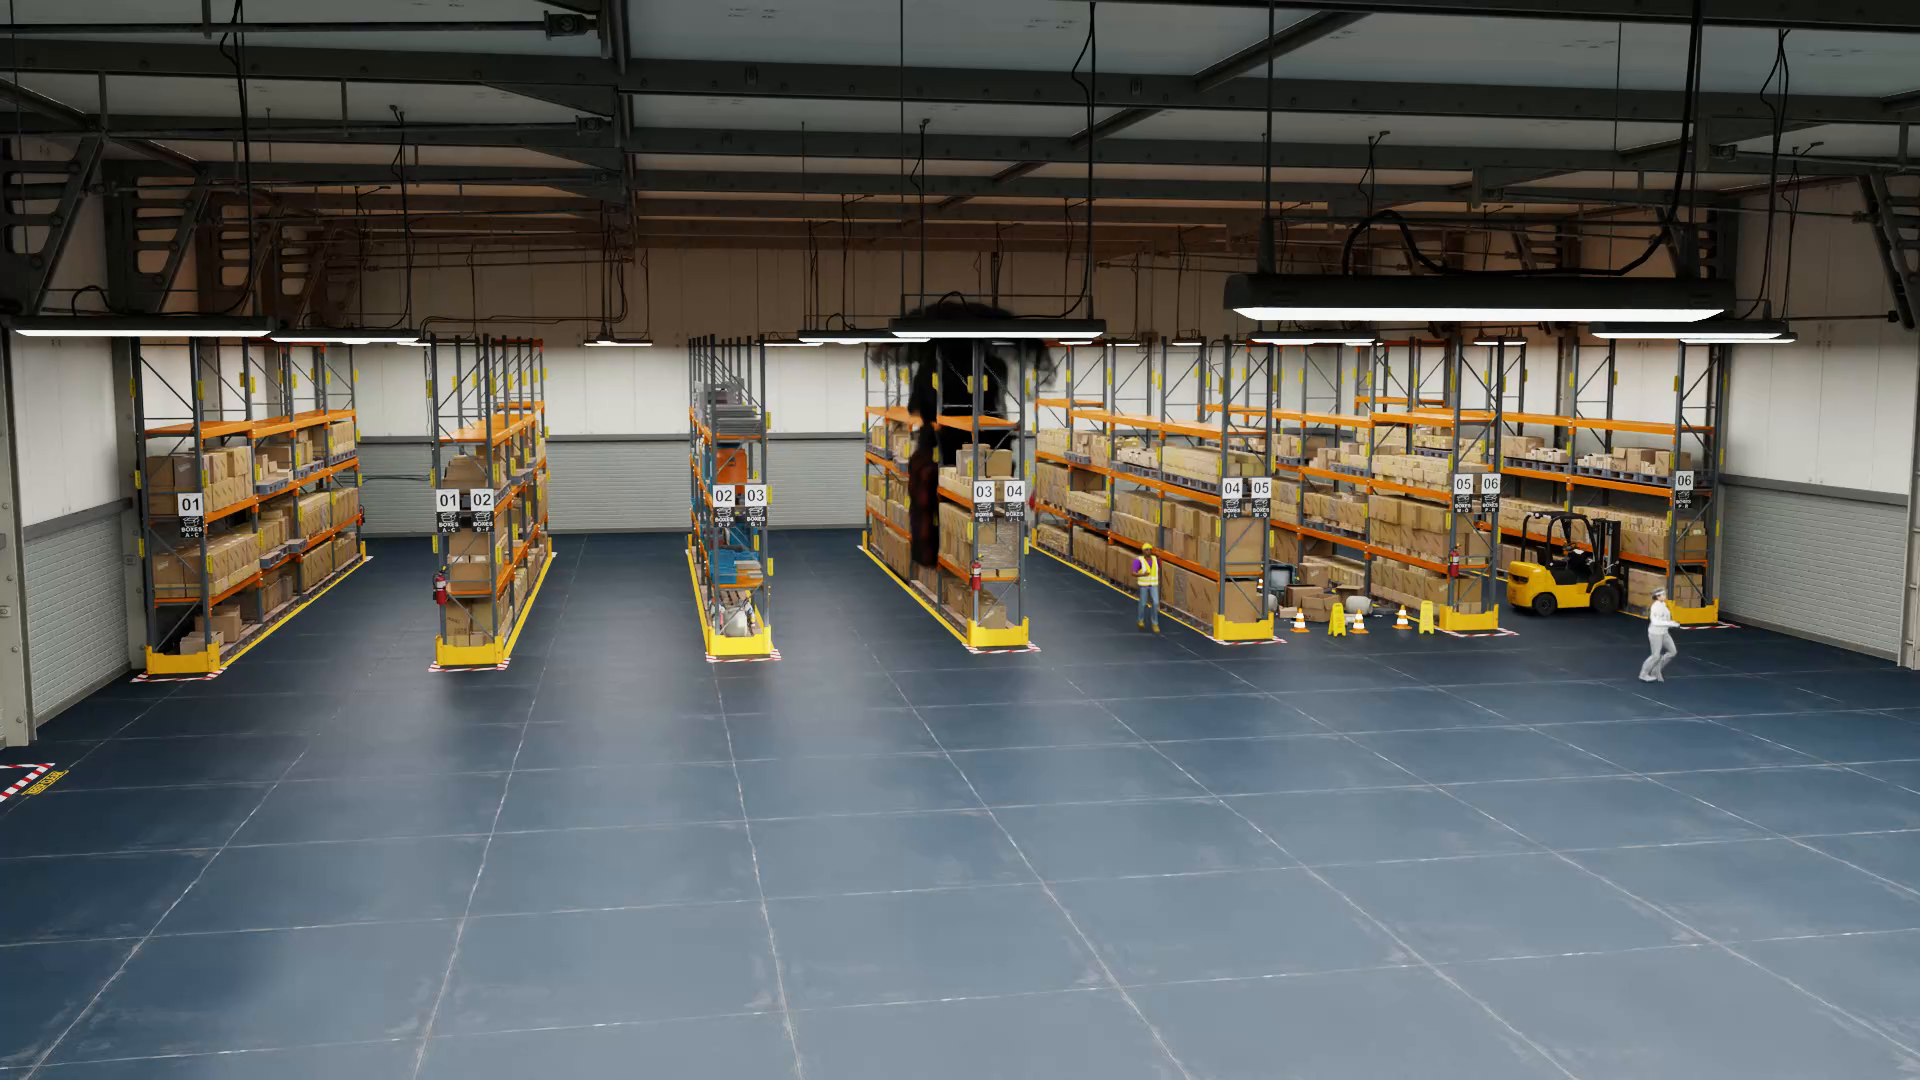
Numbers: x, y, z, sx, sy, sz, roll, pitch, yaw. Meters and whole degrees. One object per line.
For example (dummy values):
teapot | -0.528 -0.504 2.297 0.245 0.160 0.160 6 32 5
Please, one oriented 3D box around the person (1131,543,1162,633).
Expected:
person | 3.815 0.971 33.878 0.707 1.841 0.716 -1 7 -12

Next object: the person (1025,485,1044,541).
person | 2.288 -0.796 49.553 0.935 1.753 0.693 -2 7 -14

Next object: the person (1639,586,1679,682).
person | 12.041 1.625 28.545 0.659 1.682 0.580 6 9 44
